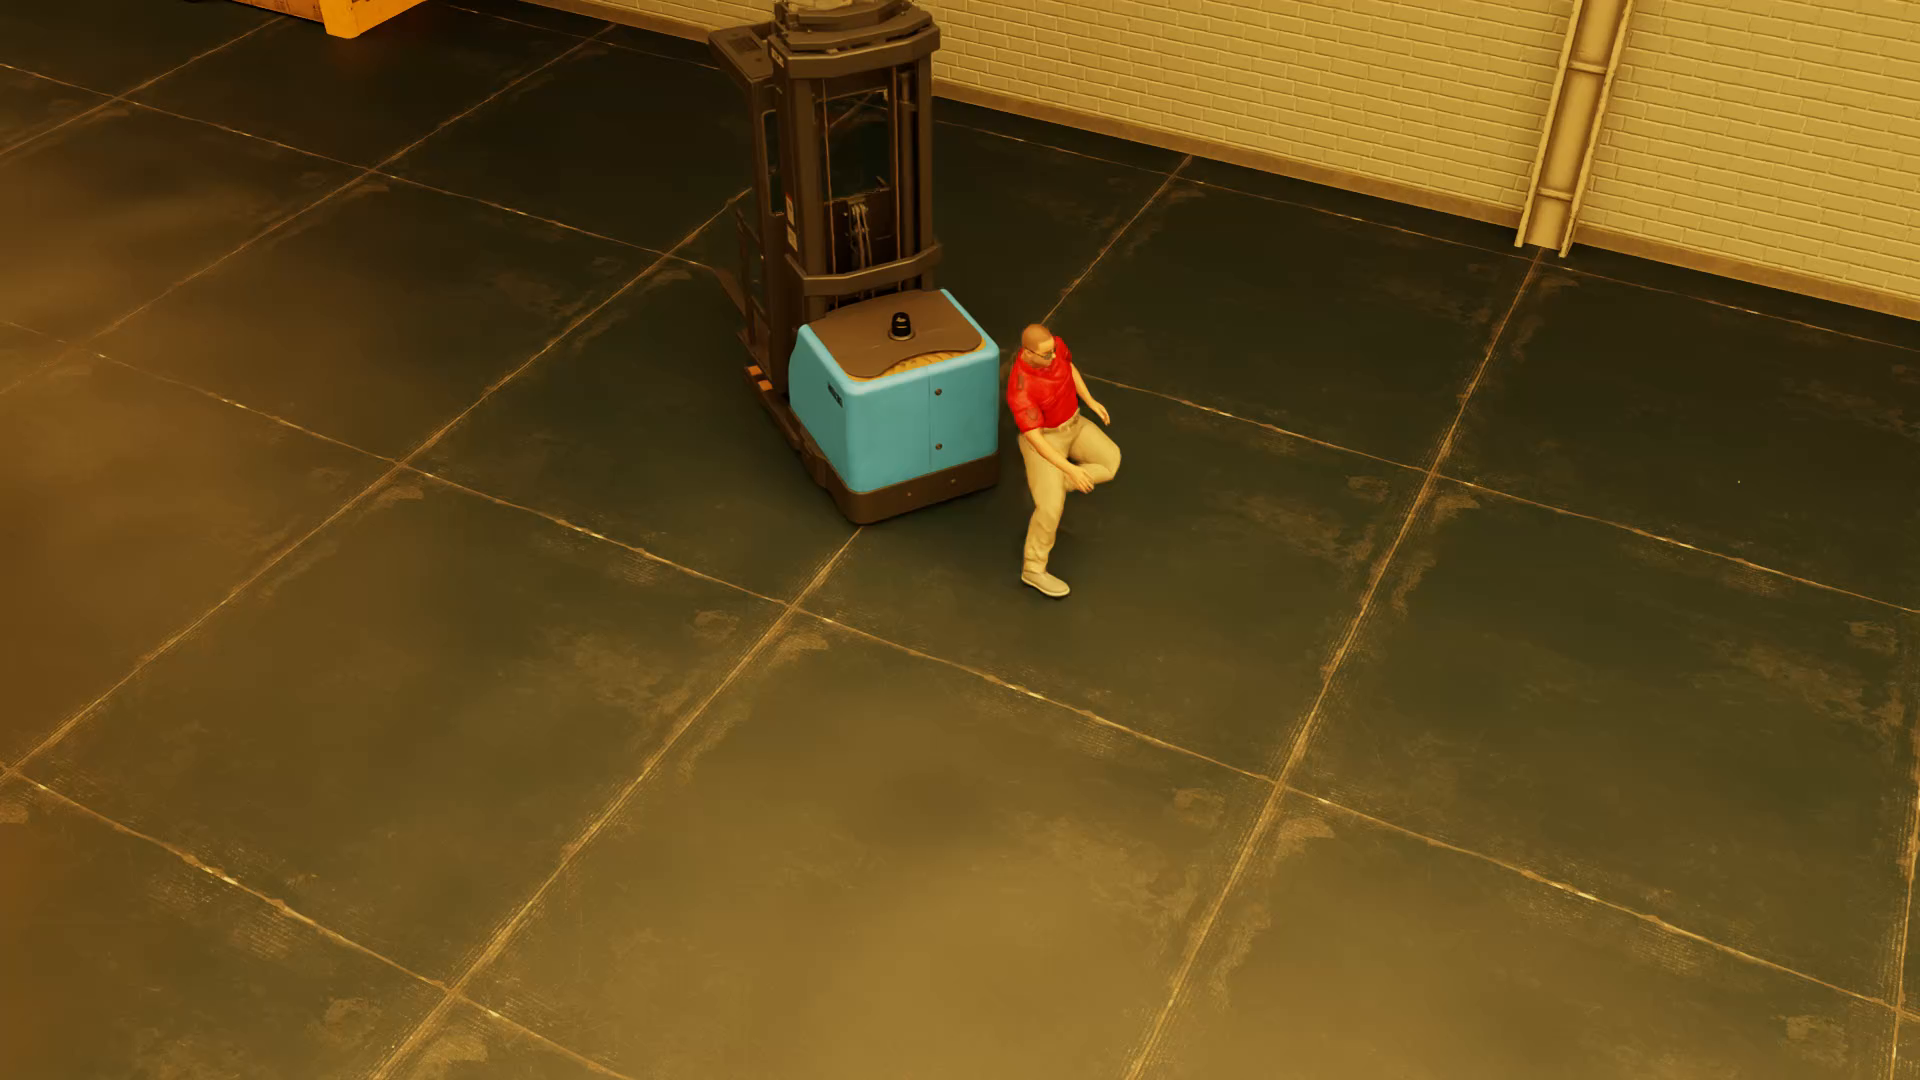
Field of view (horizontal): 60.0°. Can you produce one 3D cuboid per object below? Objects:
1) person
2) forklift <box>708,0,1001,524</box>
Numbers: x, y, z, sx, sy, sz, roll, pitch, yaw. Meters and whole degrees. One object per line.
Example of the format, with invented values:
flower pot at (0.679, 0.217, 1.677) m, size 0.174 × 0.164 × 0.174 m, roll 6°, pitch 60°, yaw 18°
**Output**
person at (0.606, -0.534, 9.676) m, size 0.721 × 1.562 × 0.797 m, roll 26°, pitch 47°, yaw 27°
forklift at (-0.846, -2.164, 10.556) m, size 1.130 × 2.935 × 3.031 m, roll -18°, pitch 43°, yaw -20°
